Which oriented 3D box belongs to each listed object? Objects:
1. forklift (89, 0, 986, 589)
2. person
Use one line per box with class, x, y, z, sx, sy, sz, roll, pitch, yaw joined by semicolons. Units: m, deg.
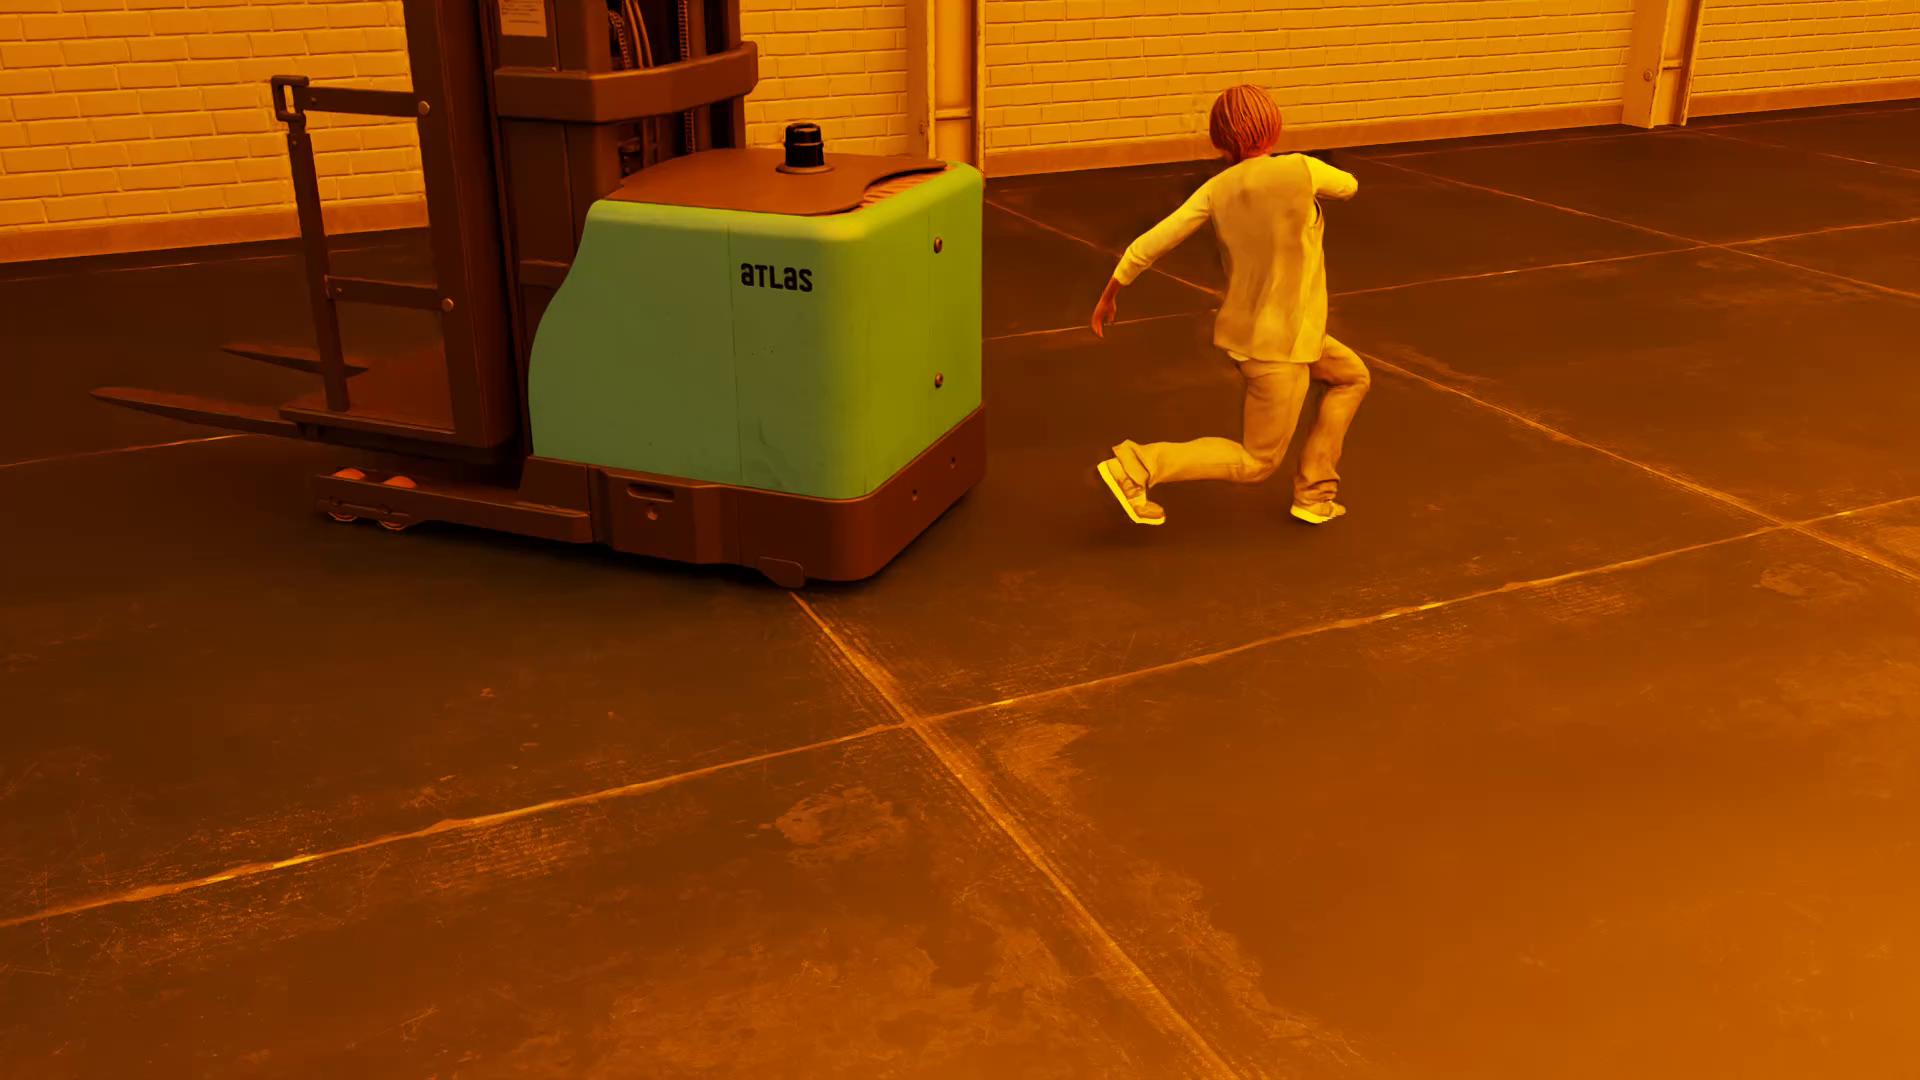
forklift;-1.485;-1.560;5.041;3.031;2.935;1.130;9;24;20
person;0.817;-0.668;5.049;0.867;1.365;0.632;-11;25;-25
